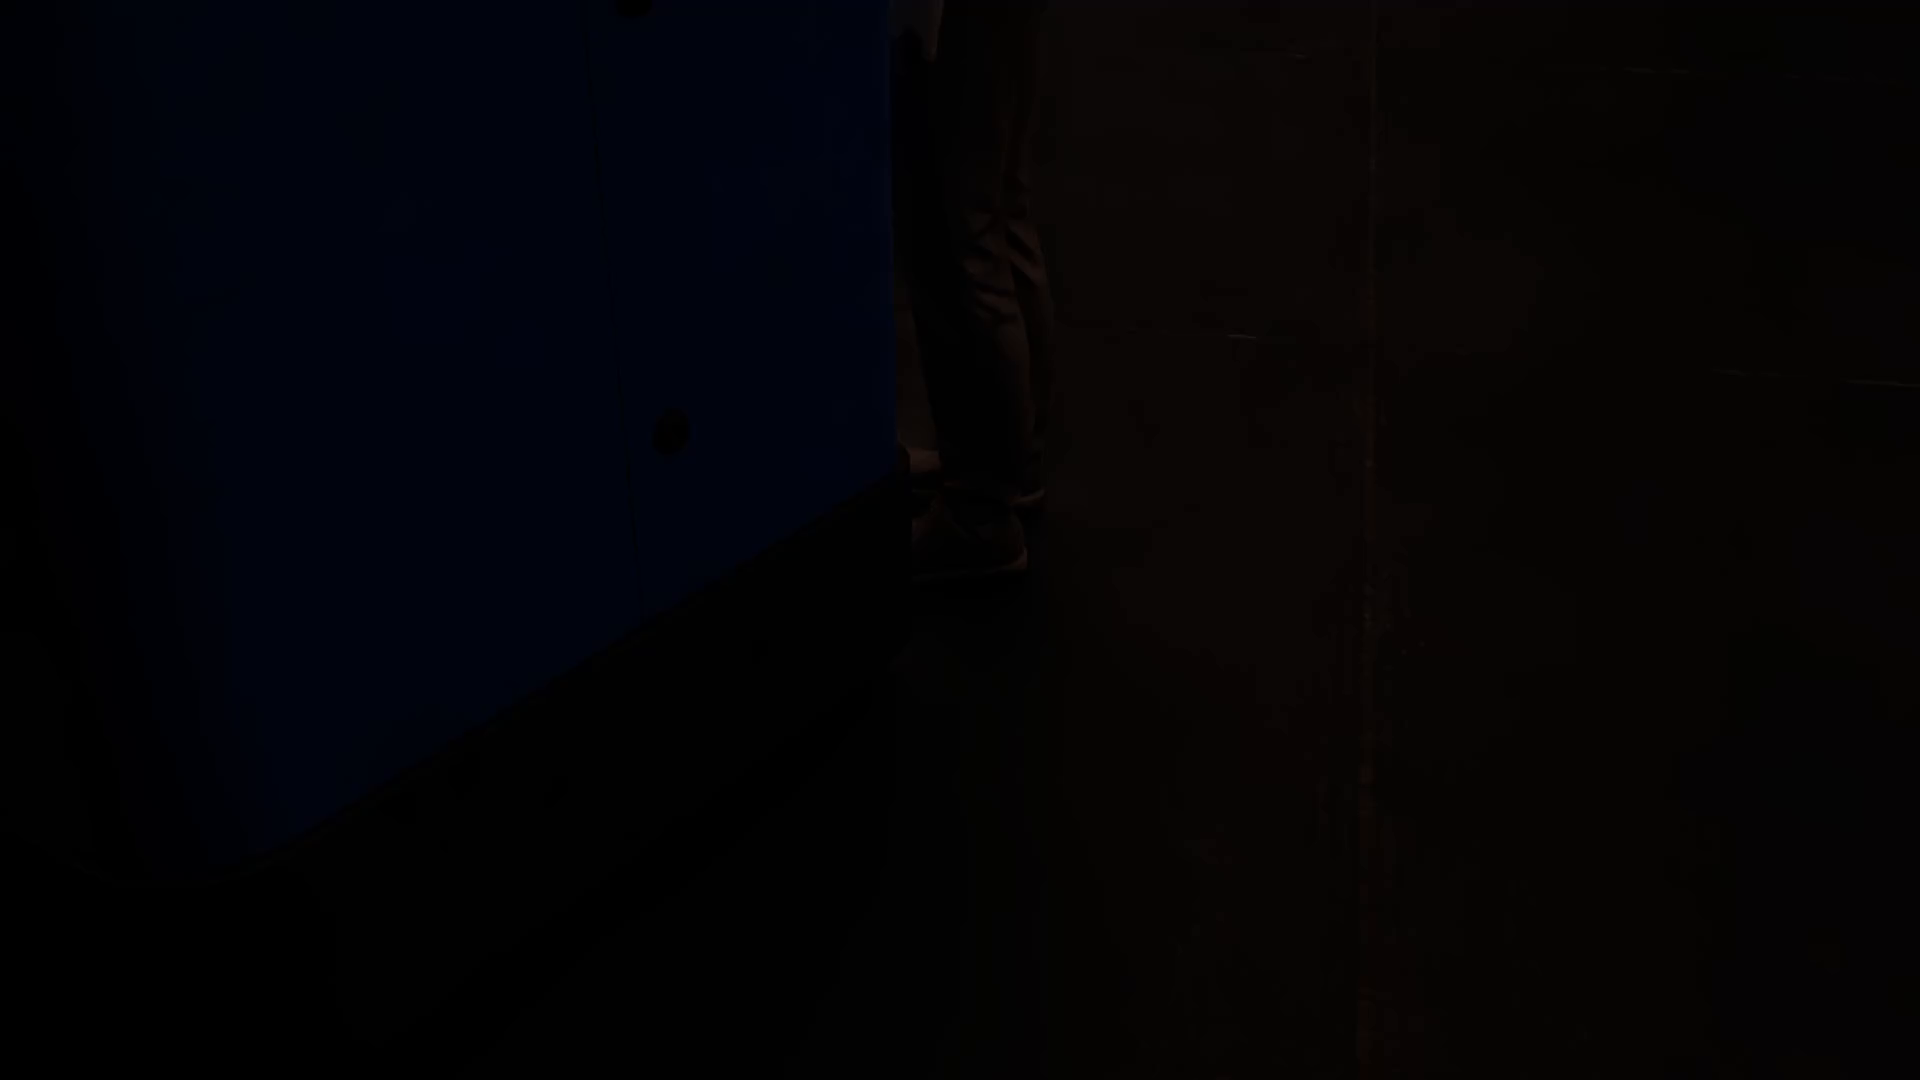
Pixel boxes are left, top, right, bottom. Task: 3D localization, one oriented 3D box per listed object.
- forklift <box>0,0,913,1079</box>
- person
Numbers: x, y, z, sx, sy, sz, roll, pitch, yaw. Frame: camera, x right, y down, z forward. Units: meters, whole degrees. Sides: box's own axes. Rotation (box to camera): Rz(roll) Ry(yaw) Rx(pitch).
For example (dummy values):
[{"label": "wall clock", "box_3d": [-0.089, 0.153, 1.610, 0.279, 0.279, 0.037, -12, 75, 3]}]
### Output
[{"label": "forklift", "box_3d": [-1.578, -1.310, 1.844, 3.031, 2.935, 1.130, 16, 31, 29]}, {"label": "person", "box_3d": [-0.015, -0.754, 2.122, 0.337, 1.692, 0.463, 6, 27, 11]}]
